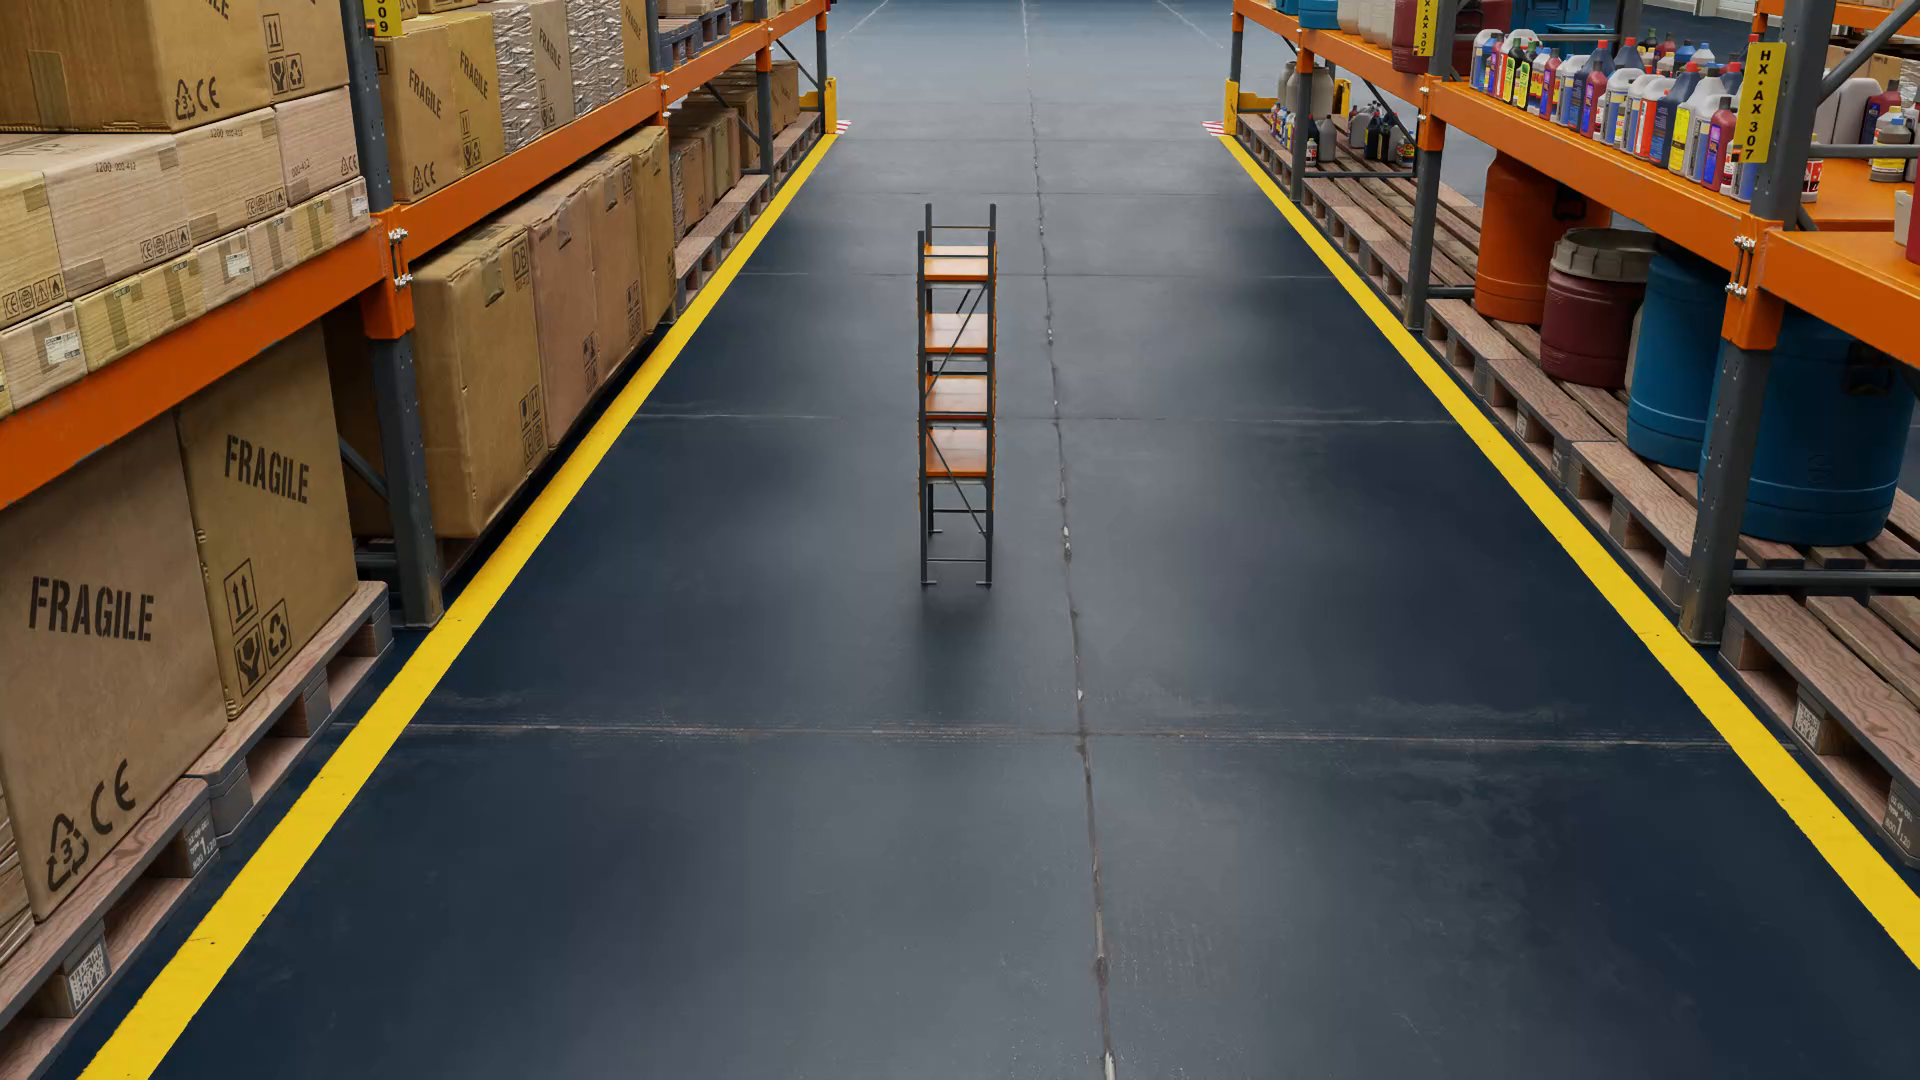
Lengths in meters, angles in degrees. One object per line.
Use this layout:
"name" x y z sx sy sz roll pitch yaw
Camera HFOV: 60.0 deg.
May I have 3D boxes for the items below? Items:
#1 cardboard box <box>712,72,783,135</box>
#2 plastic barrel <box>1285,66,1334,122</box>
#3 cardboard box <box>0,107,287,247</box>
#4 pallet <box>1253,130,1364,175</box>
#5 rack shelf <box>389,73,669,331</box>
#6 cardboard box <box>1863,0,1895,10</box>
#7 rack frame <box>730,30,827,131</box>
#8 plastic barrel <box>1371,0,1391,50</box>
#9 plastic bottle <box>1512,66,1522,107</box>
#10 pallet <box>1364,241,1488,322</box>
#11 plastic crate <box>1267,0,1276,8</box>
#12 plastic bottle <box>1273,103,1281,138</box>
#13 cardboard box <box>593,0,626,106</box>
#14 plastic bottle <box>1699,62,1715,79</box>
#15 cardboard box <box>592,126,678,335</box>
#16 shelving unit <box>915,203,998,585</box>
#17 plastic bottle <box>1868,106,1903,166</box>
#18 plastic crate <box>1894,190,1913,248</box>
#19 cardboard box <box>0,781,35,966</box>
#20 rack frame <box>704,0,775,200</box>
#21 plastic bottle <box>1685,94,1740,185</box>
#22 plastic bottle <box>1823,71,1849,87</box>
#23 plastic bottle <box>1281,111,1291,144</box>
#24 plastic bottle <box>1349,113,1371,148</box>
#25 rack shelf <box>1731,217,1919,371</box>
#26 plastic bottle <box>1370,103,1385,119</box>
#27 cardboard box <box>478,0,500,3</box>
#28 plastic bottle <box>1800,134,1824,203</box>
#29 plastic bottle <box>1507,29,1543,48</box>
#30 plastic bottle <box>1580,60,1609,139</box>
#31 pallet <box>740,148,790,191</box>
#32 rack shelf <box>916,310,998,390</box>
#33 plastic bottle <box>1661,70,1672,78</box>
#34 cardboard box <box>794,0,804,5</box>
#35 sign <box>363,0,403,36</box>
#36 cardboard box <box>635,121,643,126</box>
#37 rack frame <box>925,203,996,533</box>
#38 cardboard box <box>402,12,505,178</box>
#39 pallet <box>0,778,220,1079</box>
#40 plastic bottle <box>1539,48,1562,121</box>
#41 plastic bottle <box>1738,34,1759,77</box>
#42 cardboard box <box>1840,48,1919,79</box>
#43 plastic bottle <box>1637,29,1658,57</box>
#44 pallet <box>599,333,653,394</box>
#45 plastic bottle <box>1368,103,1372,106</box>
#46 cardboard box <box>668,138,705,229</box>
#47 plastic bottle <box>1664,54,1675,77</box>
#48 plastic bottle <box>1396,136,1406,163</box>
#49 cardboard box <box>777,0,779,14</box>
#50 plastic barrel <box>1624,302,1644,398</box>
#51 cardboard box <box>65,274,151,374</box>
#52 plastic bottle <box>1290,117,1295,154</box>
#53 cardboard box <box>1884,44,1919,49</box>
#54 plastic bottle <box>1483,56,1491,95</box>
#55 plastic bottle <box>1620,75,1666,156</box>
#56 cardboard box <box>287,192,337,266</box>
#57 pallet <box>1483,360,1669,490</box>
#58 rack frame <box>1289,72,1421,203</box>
"cardboard box" -1.867 -3.838 14.649 0.500 0.500 0.500 3 21 7
"plastic barrel" 3.183 -4.037 15.146 0.421 0.512 0.421 0 21 0
"cardboard box" -1.939 -0.856 3.885 0.500 0.250 0.500 1 21 3
"pallet" 3.116 -3.360 14.396 1.003 0.211 1.213 1 21 2
"rack shelf" -2.113 -1.525 6.807 1.077 0.370 4.000 1 21 2
"cardboard box" 8.021 -4.684 13.815 0.700 0.500 0.500 1 21 3
"rack frame" -1.809 -5.476 15.995 1.000 3.000 0.127 1 21 2
"plastic barrel" 2.736 -3.273 10.131 0.433 0.535 0.433 0 21 0
"plastic bottle" 2.513 -2.026 7.379 0.097 0.201 0.097 0 21 0
"pallet" 2.961 -1.509 9.625 1.003 0.211 1.213 1 21 2
"plastic crate" 2.816 -4.442 13.695 0.530 0.136 0.437 1 21 2
"plastic bottle" 2.750 -3.626 14.376 0.061 0.283 0.133 1 21 3
"cardboard box" -1.841 -2.269 7.591 0.500 0.500 0.500 0 21 1
"plastic bottle" 3.269 -1.984 7.271 0.097 0.201 0.097 0 21 0
"cardboard box" -2.094 -1.539 8.206 1.225 0.875 0.875 0 21 -1
"shelving unit" -0.005 -0.500 5.658 0.258 1.200 0.503 1 21 2
"plastic bottle" 3.219 -1.398 5.759 0.097 0.201 0.097 0 21 0
"plastic crate" 2.620 -0.821 4.280 0.396 0.136 0.243 1 21 2
"cardboard box" -2.329 0.543 2.841 0.875 0.875 0.875 1 21 2
"rack frame" -1.931 -4.030 12.268 1.000 3.000 0.127 1 21 2
"plastic bottle" 2.477 -1.303 5.412 0.152 0.276 0.135 1 21 2
"plastic bottle" 3.207 -1.607 6.195 0.152 0.276 0.135 1 21 2
"plastic bottle" 2.755 -3.469 13.987 0.097 0.271 0.097 0 21 0
"plastic bottle" 3.329 -3.412 13.834 0.152 0.276 0.135 1 21 2
"rack shelf" 2.716 -0.024 2.939 1.077 0.370 4.000 1 21 2
"plastic bottle" 3.478 -3.455 13.839 0.144 0.351 0.185 0 21 1
"cardboard box" -2.127 -2.355 6.428 0.797 0.503 0.637 1 21 3
"plastic bottle" 2.591 -1.141 5.099 0.097 0.201 0.097 0 21 0
"plastic bottle" 2.714 -2.317 8.024 0.152 0.276 0.135 1 21 2
"plastic bottle" 2.464 -1.705 6.439 0.061 0.283 0.133 1 21 2
"pallet" -1.946 -2.973 13.399 1.003 0.211 1.213 1 21 2
"rack shelf" -0.005 -0.645 5.601 0.258 0.148 0.480 1 21 2
"plastic bottle" 2.628 -1.621 6.238 0.097 0.271 0.097 0 21 0
"cardboard box" -1.552 -4.710 14.369 0.380 0.149 0.250 1 21 2
"sign" -1.619 -1.572 4.628 0.100 0.325 0.005 1 21 2
"cardboard box" -2.062 -2.215 9.403 0.500 0.250 0.500 1 21 4
"rack frame" 0.002 -0.588 5.885 0.240 1.200 0.015 1 21 2
"cardboard box" -1.896 -1.529 5.685 0.500 0.500 0.500 1 21 2
"pallet" -2.310 0.879 3.471 1.003 0.211 1.213 1 21 2
"plastic bottle" 2.481 -1.904 6.952 0.061 0.283 0.133 1 21 2
"plastic bottle" 3.231 -1.885 6.808 0.144 0.351 0.185 1 21 2
"cardboard box" 7.806 -3.895 14.106 0.500 0.500 0.500 1 21 2
"plastic bottle" 3.312 -2.324 8.032 0.061 0.283 0.133 1 21 2
"pallet" -2.152 -0.999 8.312 1.003 0.211 1.213 1 21 2
"plastic bottle" 3.539 -3.649 14.433 0.061 0.283 0.133 1 21 3
"cardboard box" -2.038 -2.271 10.584 0.700 0.500 0.500 2 21 6
"plastic bottle" 3.281 -2.125 7.634 0.097 0.201 0.097 0 21 0
"plastic bottle" 3.474 -3.060 13.028 0.097 0.201 0.097 0 21 0
"cardboard box" -1.623 -4.168 12.971 0.380 0.149 0.250 1 21 2
"plastic barrel" 2.938 -0.774 6.737 0.421 0.512 0.421 0 21 0
"cardboard box" -1.895 -0.442 3.368 0.380 0.149 0.250 0 21 1
"plastic bottle" 2.721 -3.279 13.479 0.061 0.283 0.133 2 21 5
"cardboard box" 8.358 -4.070 14.556 0.500 0.500 0.500 1 21 2
"plastic bottle" 2.528 -2.207 7.844 0.097 0.201 0.097 0 21 0
"plastic bottle" 2.496 -1.534 6.007 0.152 0.276 0.135 1 21 2
"cardboard box" -1.864 -0.813 4.325 0.380 0.149 0.250 1 21 3
"pallet" 2.876 -0.503 7.035 1.003 0.211 1.213 1 21 2
"rack frame" 3.020 -3.975 12.127 1.000 3.000 0.127 1 21 2
